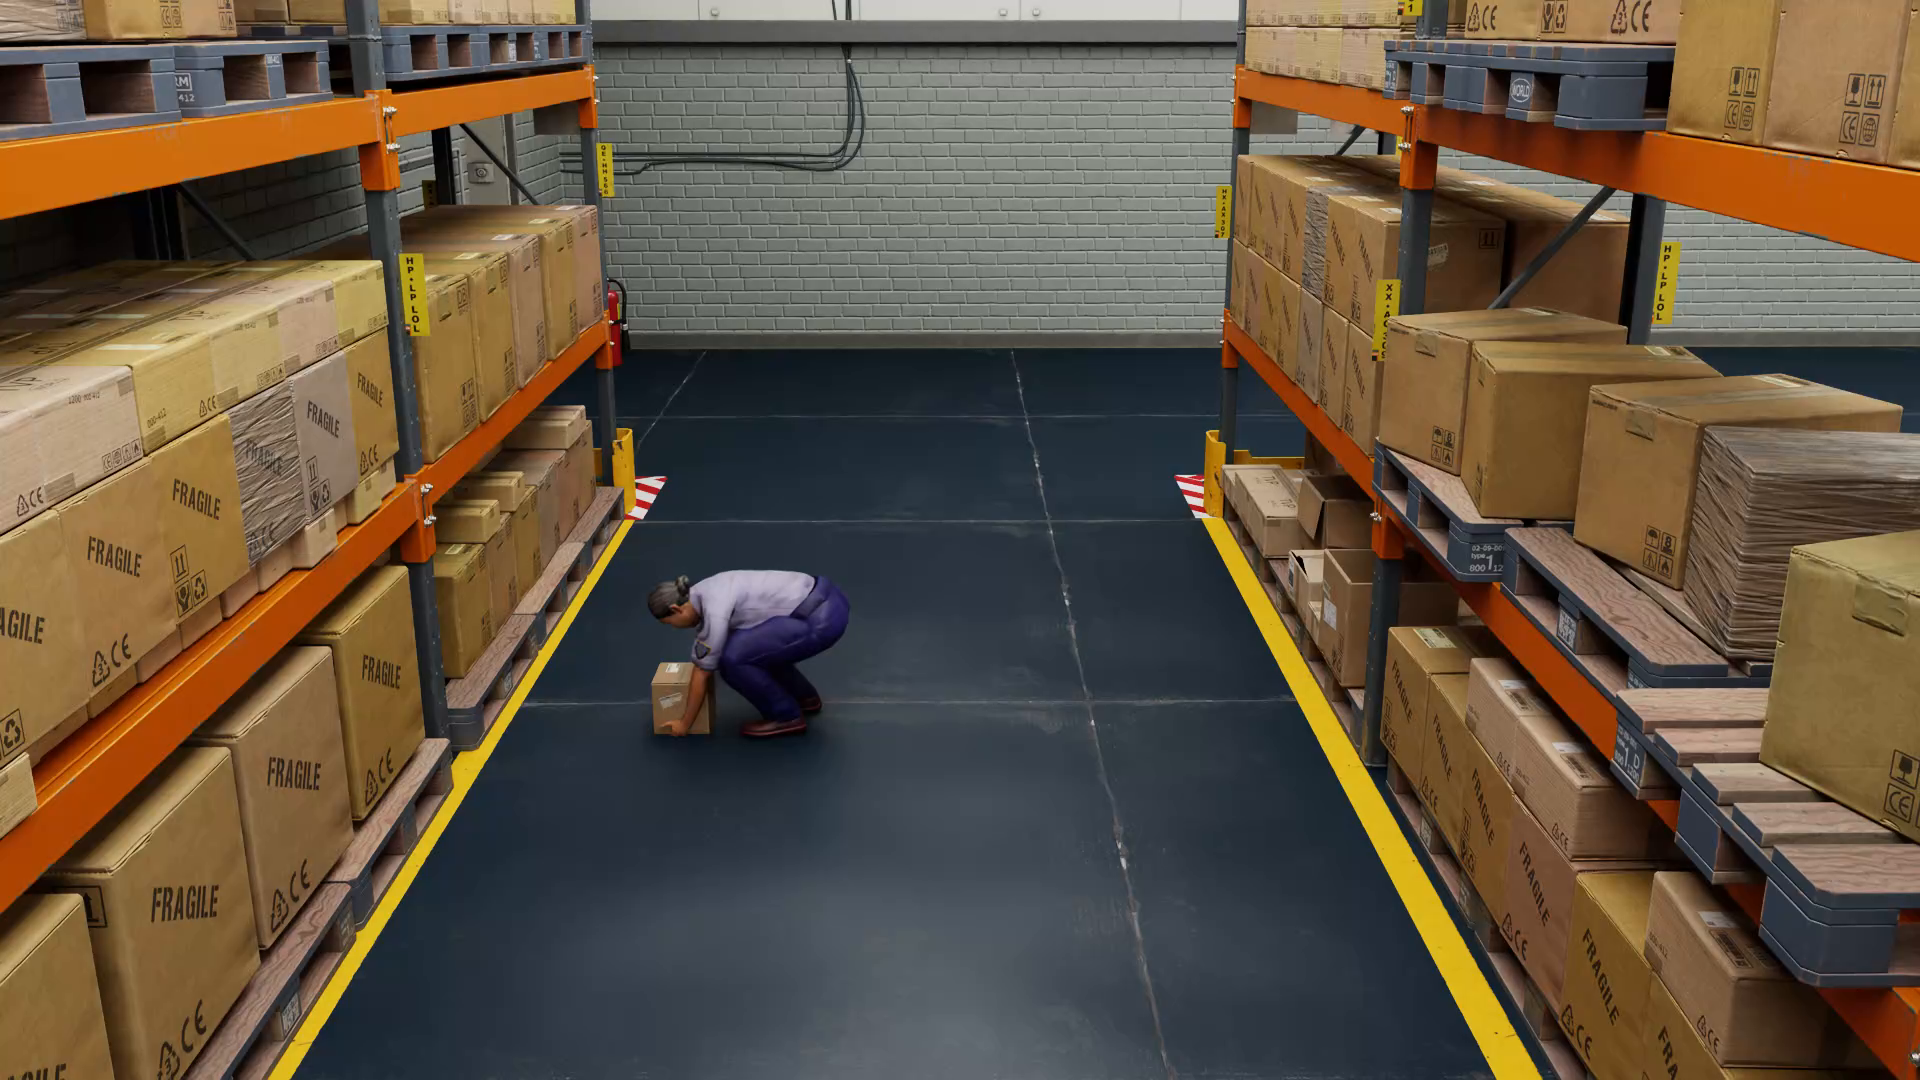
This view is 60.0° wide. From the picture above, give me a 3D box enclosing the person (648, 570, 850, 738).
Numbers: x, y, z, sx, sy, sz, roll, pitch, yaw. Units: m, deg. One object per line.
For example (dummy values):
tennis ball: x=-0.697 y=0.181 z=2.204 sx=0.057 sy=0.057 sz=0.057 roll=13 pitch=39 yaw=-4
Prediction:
person: x=-0.946 y=0.501 z=7.540 sx=0.899 sy=0.741 sz=0.498 roll=-1 pitch=17 yaw=-2
